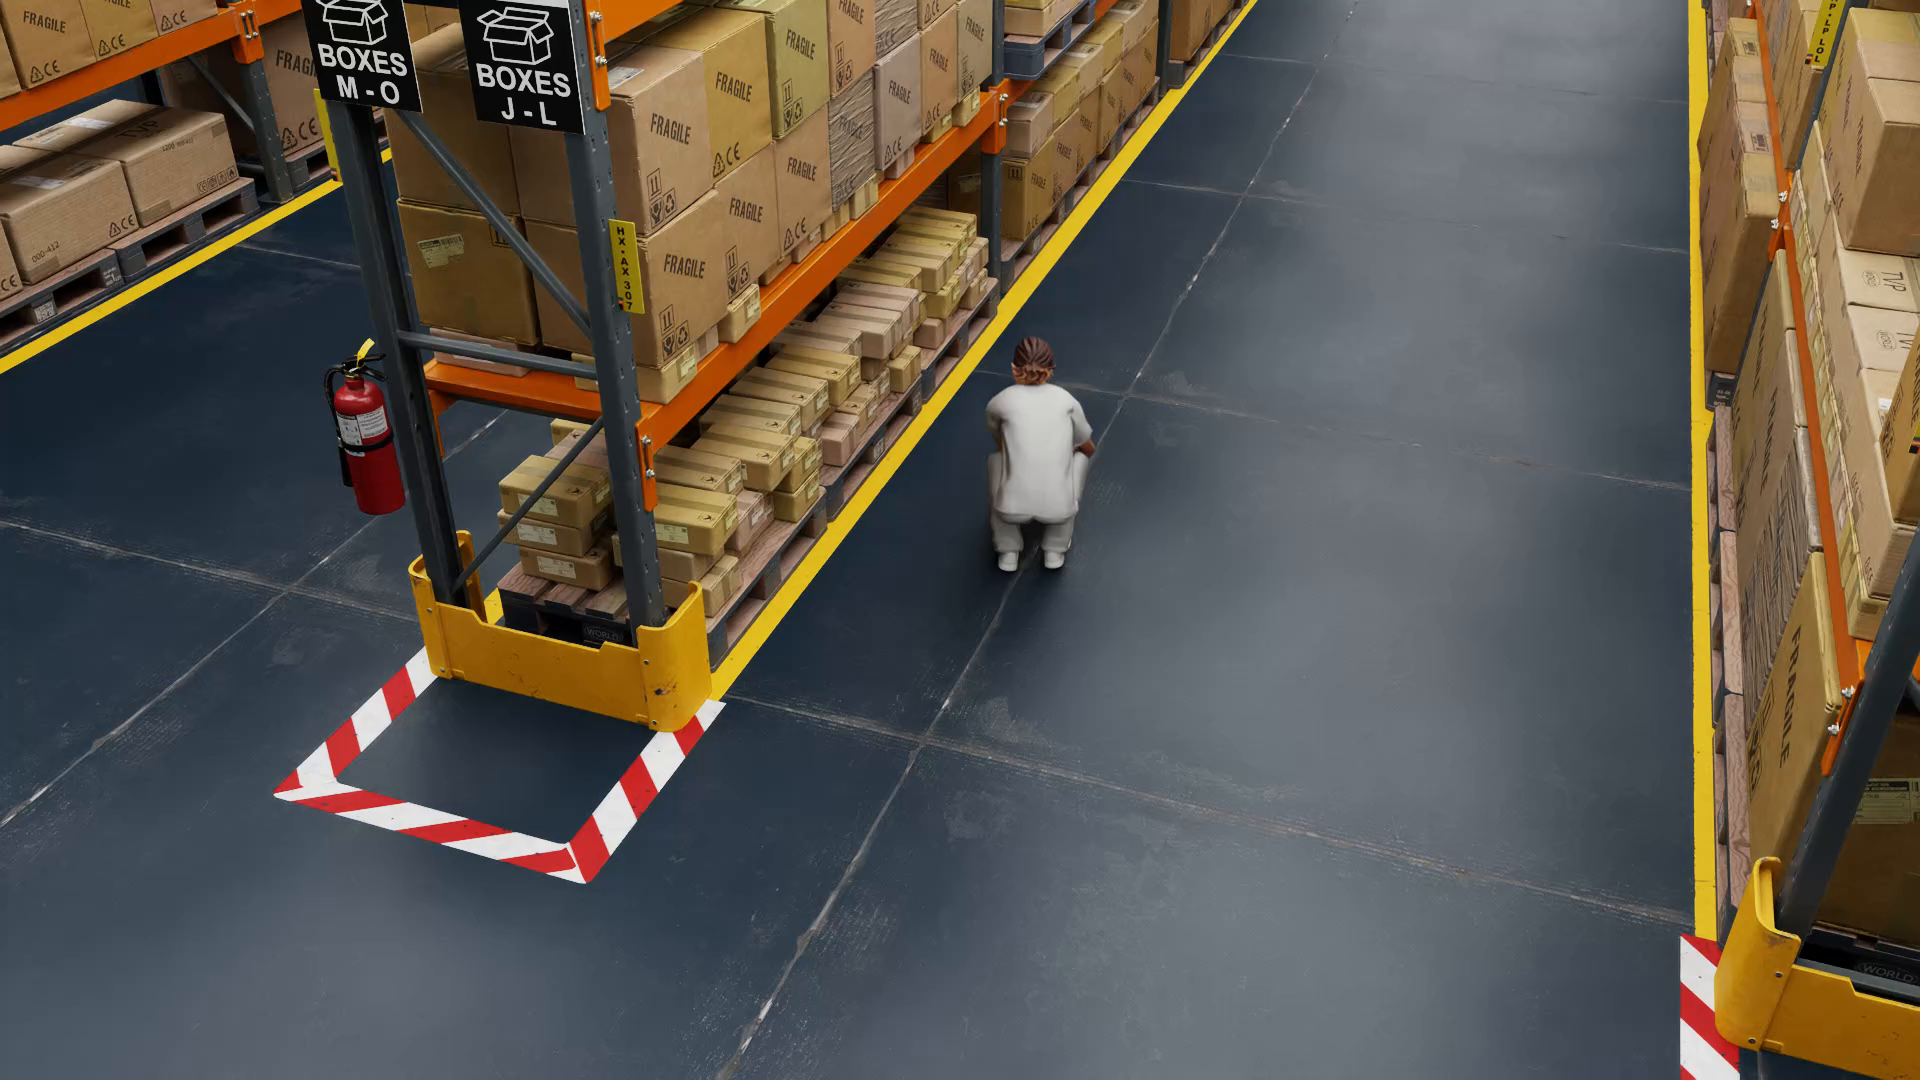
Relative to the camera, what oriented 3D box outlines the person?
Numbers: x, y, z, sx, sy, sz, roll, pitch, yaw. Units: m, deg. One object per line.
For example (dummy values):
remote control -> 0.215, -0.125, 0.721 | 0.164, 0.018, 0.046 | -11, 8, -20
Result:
person -> 0.351, -0.387, 7.410 | 0.493, 0.934, 0.808 | 4, 34, 6
